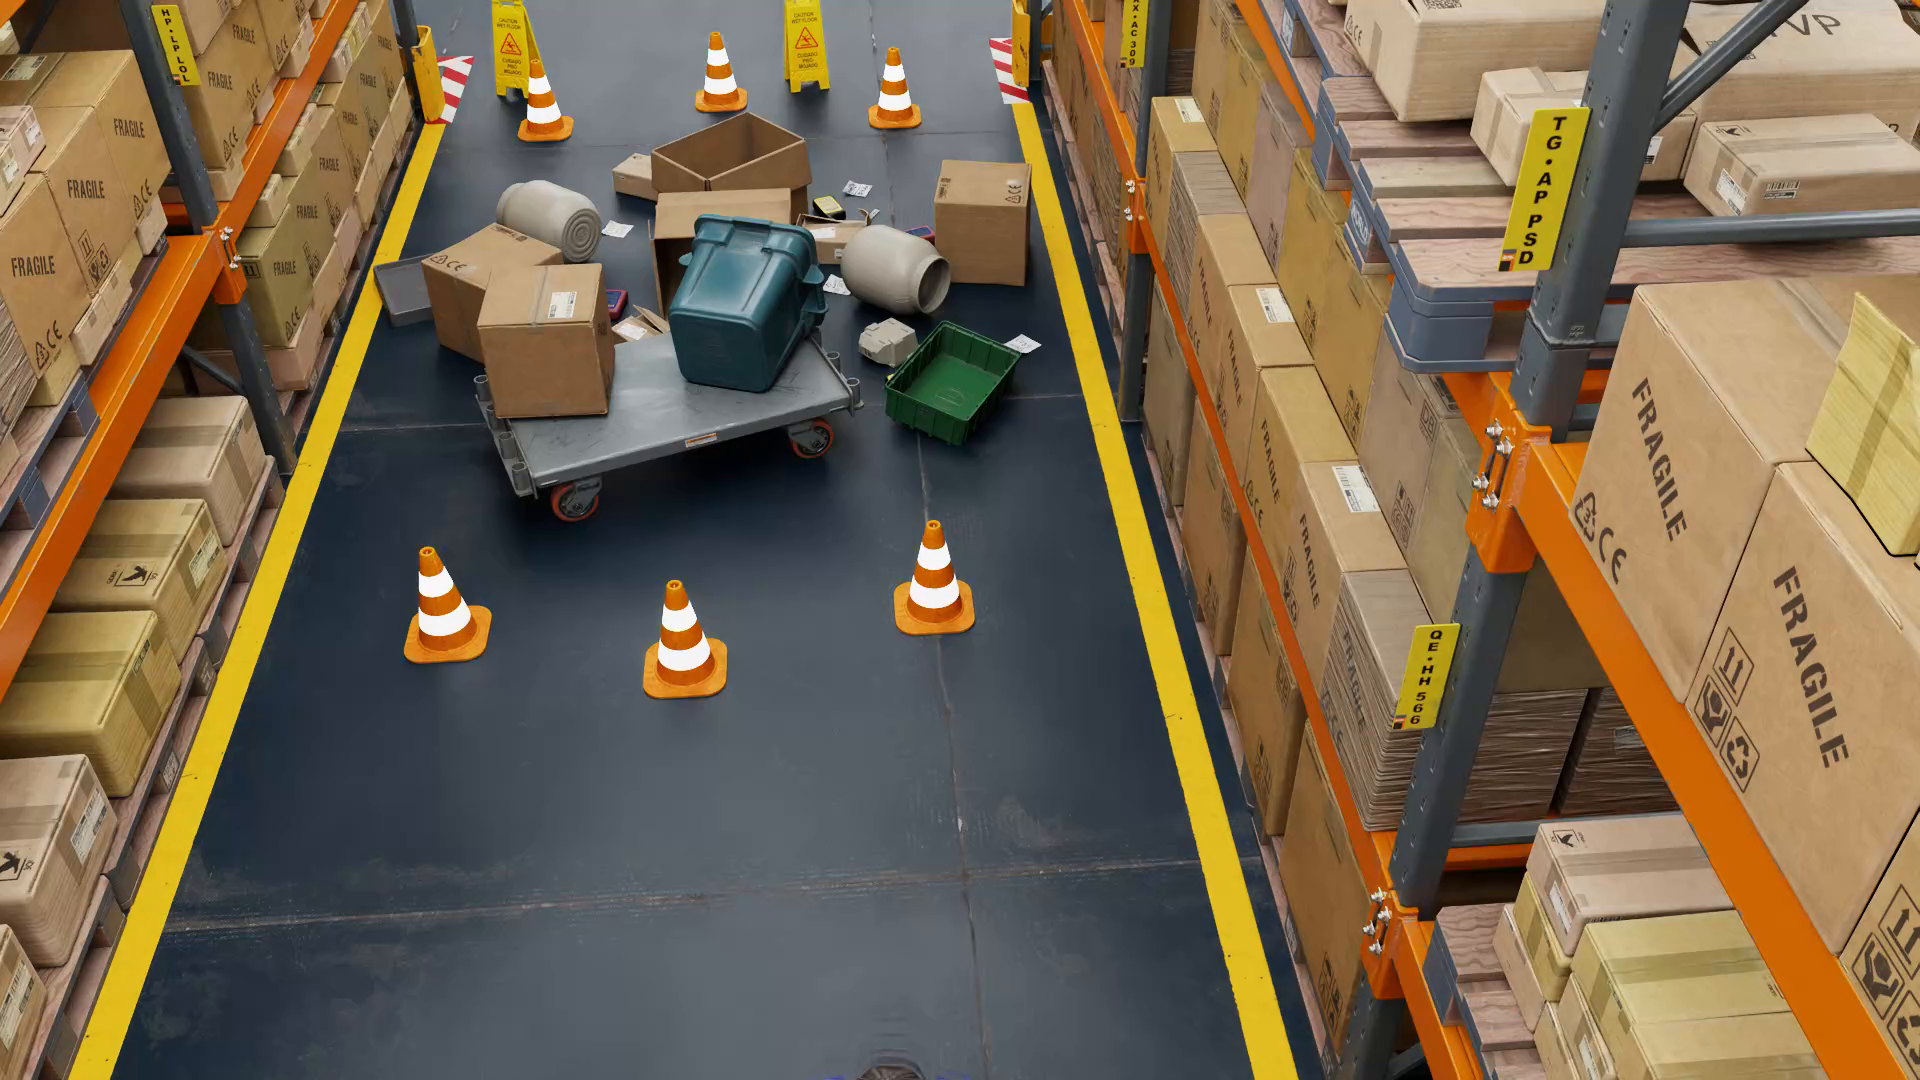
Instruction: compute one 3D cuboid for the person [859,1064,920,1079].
[{"bbox_3d":[-0.169,1.760,3.983,0.444,1.642,0.536,4,40,5],"label":"person"}]
